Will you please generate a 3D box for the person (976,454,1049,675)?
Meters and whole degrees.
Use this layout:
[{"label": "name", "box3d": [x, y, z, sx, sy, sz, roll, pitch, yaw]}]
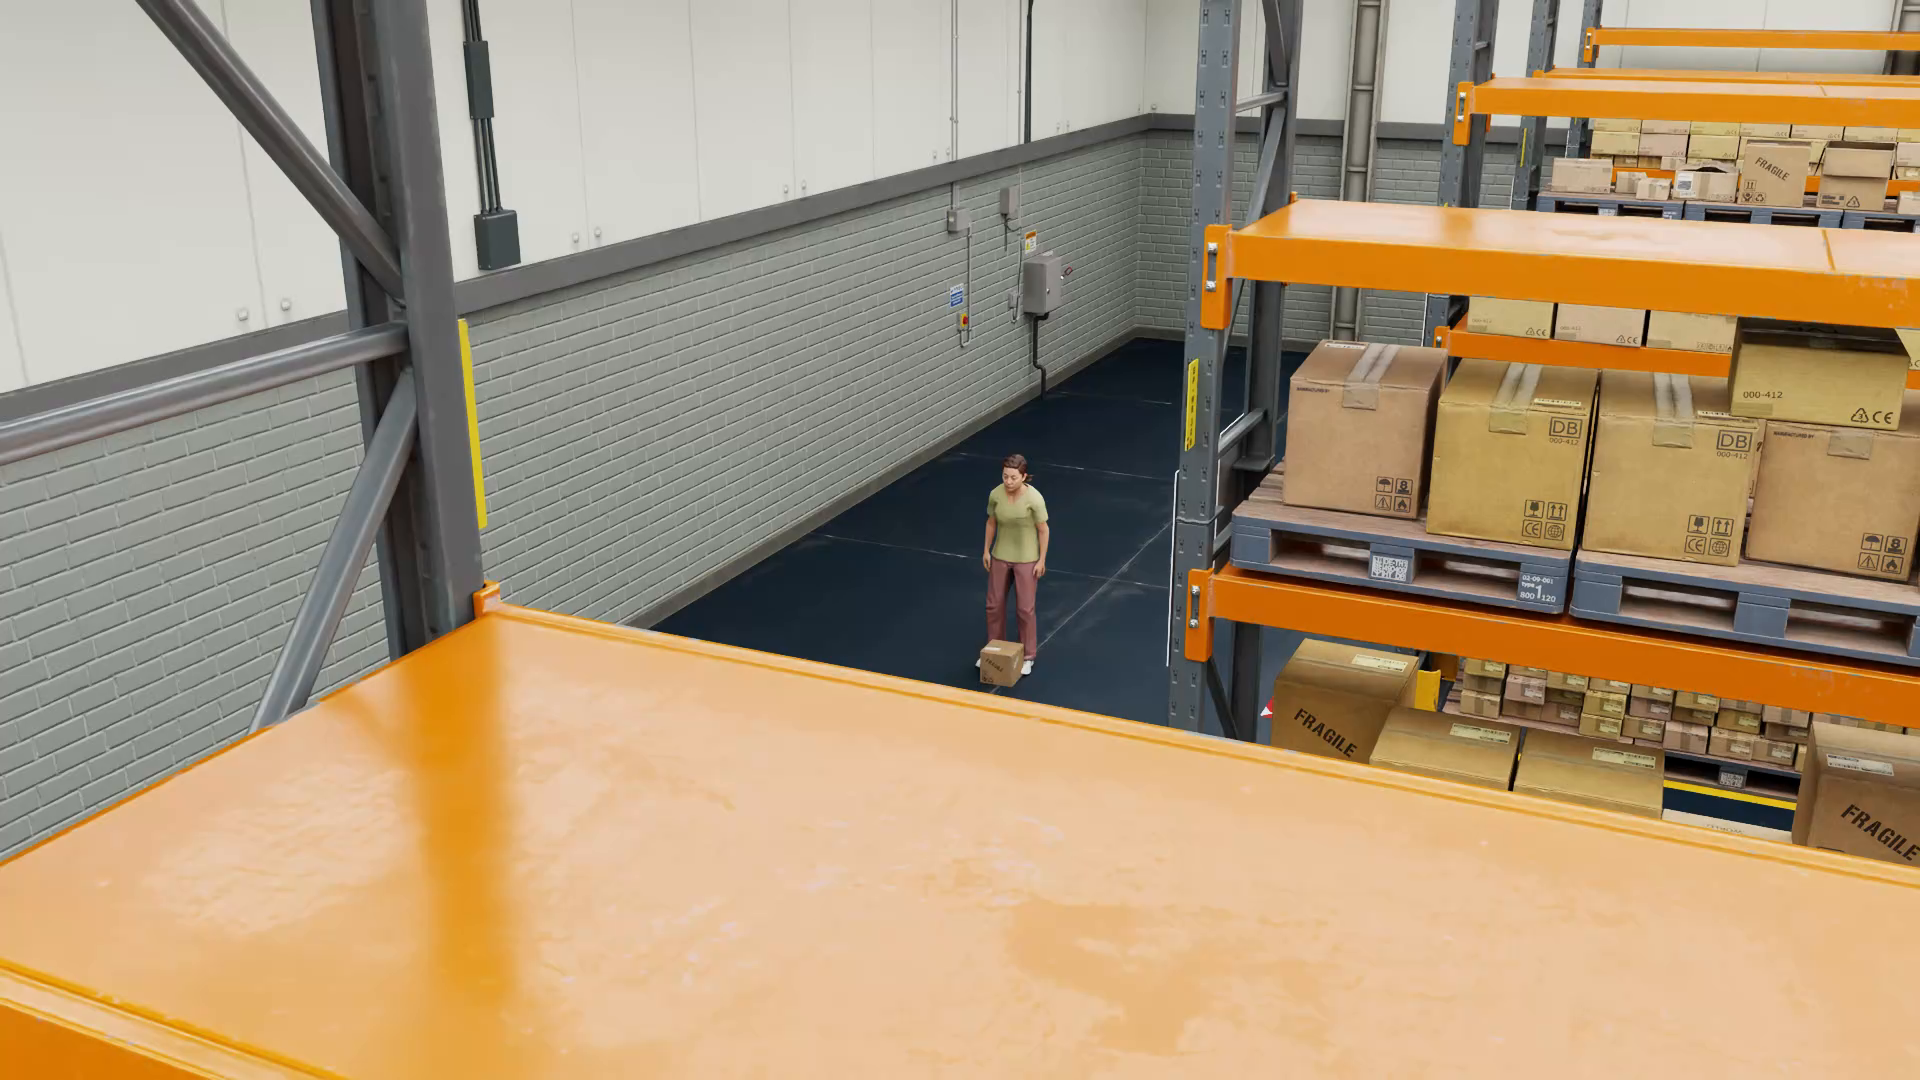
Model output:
[{"label": "person", "box3d": [0.397, 0.270, 12.293, 0.497, 1.438, 0.360, 8, 21, 23]}]
